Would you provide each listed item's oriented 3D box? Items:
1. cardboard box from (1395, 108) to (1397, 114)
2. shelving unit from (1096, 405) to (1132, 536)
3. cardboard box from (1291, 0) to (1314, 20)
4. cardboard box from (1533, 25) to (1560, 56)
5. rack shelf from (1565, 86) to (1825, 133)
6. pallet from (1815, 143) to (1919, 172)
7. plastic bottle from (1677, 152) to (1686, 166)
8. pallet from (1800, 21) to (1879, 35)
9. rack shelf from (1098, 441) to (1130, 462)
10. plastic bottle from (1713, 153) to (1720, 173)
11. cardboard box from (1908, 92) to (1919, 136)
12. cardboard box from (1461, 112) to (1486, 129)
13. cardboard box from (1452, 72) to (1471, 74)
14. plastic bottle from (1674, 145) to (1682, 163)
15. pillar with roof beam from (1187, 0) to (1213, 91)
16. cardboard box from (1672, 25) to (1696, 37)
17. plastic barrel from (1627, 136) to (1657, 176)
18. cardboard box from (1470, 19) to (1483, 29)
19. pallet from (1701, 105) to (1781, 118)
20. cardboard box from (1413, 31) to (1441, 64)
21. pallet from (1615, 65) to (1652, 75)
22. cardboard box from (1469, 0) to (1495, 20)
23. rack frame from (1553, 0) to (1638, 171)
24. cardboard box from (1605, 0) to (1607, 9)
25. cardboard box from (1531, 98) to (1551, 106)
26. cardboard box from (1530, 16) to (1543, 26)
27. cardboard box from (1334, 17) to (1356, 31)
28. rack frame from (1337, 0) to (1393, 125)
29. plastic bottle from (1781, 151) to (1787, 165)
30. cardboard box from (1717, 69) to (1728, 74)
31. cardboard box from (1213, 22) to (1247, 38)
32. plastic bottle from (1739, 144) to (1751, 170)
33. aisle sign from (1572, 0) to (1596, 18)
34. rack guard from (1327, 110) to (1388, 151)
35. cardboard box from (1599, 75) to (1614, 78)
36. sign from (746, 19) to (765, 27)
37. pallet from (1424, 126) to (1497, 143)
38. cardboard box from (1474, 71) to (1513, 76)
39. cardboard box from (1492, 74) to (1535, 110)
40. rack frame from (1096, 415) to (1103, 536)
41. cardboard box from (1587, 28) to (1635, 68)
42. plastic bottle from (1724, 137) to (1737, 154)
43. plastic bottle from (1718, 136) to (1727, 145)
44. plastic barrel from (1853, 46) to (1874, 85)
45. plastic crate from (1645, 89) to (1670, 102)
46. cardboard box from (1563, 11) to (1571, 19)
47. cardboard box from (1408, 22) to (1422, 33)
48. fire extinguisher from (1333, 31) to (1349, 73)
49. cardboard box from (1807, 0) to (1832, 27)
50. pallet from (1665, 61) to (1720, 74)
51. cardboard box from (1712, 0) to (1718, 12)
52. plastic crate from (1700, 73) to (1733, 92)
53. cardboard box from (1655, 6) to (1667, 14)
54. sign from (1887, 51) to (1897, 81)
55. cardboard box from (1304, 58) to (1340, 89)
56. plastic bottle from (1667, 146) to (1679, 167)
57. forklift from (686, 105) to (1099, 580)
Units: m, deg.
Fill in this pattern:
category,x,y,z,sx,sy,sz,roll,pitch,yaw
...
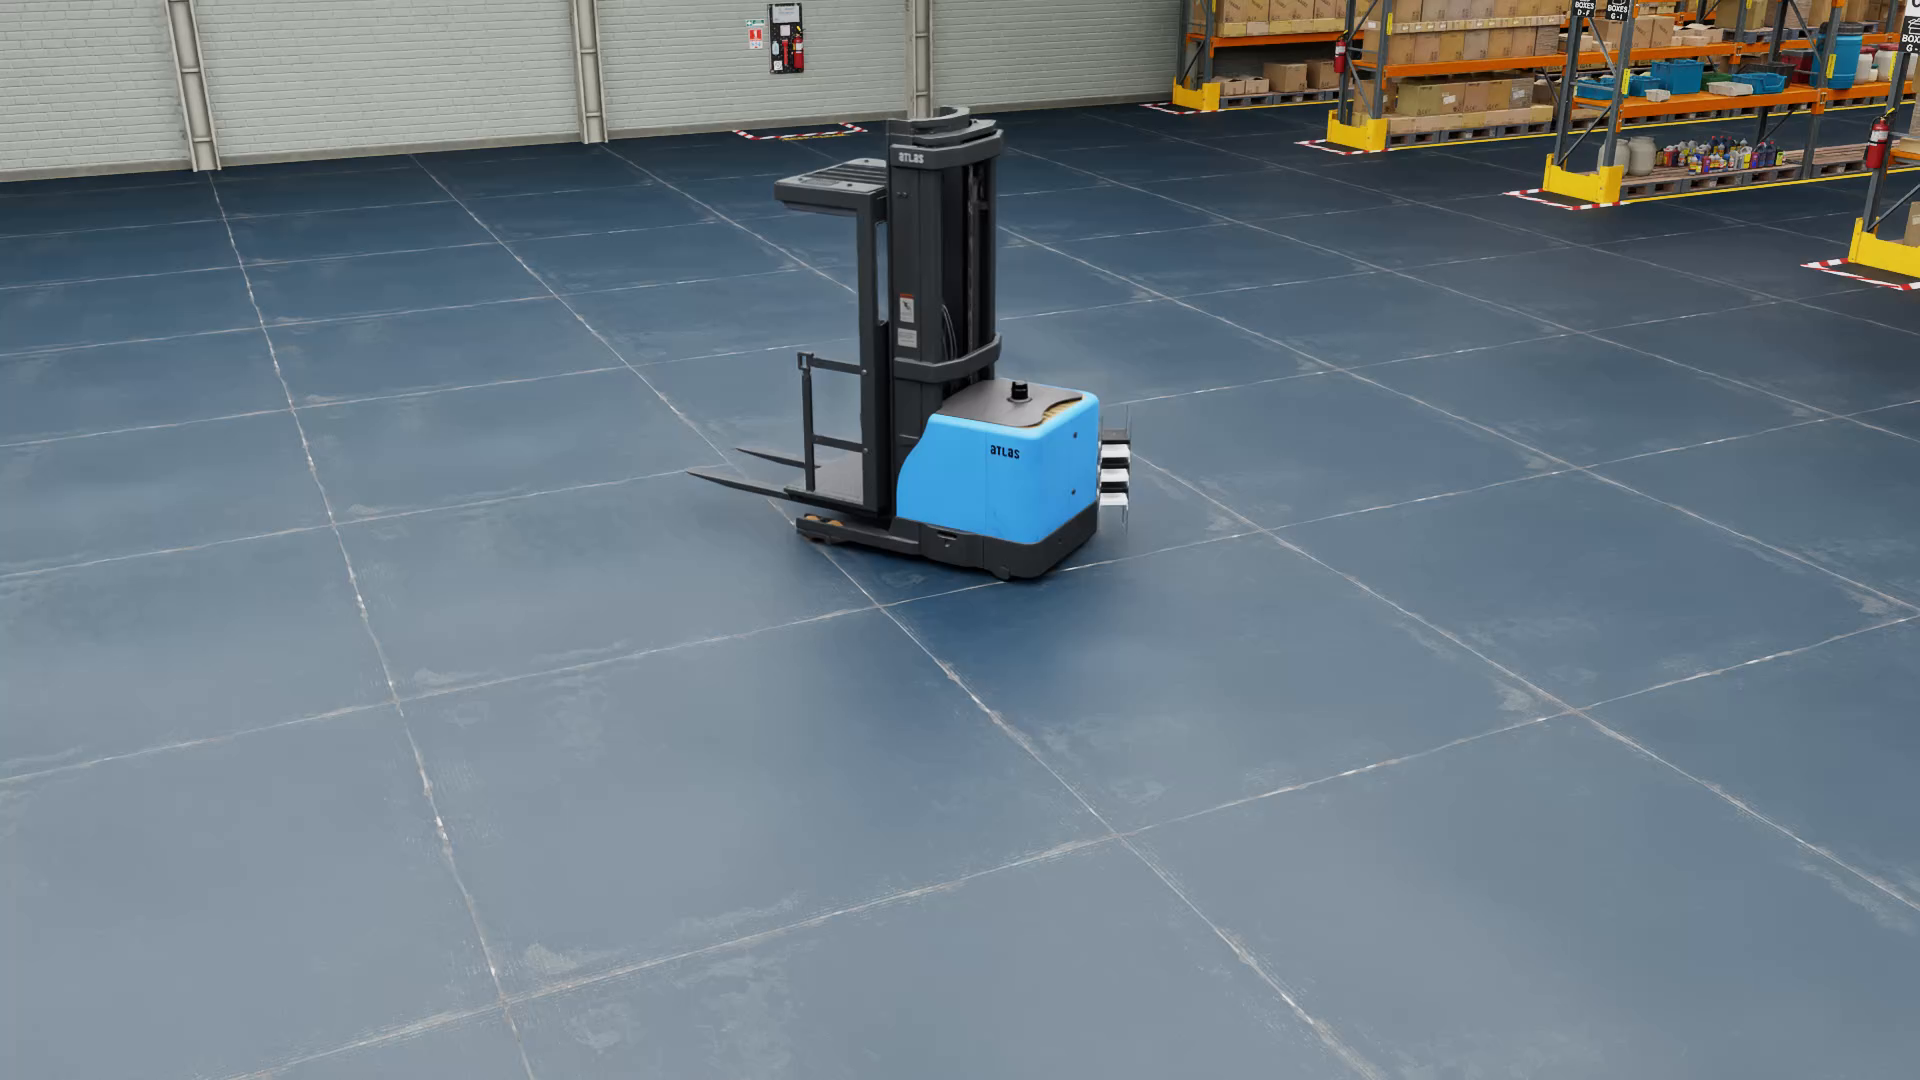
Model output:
category,x,y,z,sx,sy,sz,roll,pitch,yaw
cardboard box,7.374,-7.138,28.119,0.500,0.250,0.500,-10,25,-24
shelving unit,1.079,-0.490,11.756,0.210,0.900,0.258,-1,23,-2
cardboard box,6.360,-10.157,31.556,0.500,0.500,0.500,-10,24,-22
cardboard box,9.781,-8.571,28.403,0.500,0.500,0.700,-11,25,-25
rack shelf,10.521,-6.229,23.816,4.000,0.370,1.077,-10,25,-24
pallet,14.114,-5.952,25.852,1.213,0.211,1.003,-10,25,-24
plastic bottle,10.618,-5.611,24.466,0.097,0.201,0.097,0,22,0
pallet,16.619,-9.744,31.618,1.213,0.211,1.003,-10,25,-24
rack shelf,1.079,-0.625,11.700,0.200,0.077,0.258,-1,23,-2
plastic bottle,10.886,-5.439,23.959,0.097,0.271,0.097,0,22,0
cardboard box,11.374,-4.788,18.875,0.500,0.500,0.875,-10,25,-24
cardboard box,8.506,-7.121,28.077,0.500,0.250,0.500,-10,25,-24
cardboard box,10.054,-9.744,34.060,0.500,0.500,0.700,-11,25,-24
plastic bottle,10.547,-5.685,24.548,0.135,0.276,0.152,-11,25,-25
pillar with roof beam,6.544,-11.346,27.394,0.400,9.000,9.100,-10,25,-24
cardboard box,12.892,-9.141,30.028,0.500,0.311,0.500,-11,25,-24
plastic barrel,9.730,-5.492,23.800,0.421,0.512,0.421,0,22,0
cardboard box,8.406,-8.528,27.452,0.250,0.149,0.380,-10,25,-23
pallet,14.471,-8.086,31.009,1.213,0.211,1.003,-10,25,-24
cardboard box,7.471,-8.145,27.374,0.500,0.500,0.700,-10,24,-22
pallet,14.572,-10.192,36.095,1.213,0.211,1.003,-10,25,-24
cardboard box,8.424,-8.920,27.551,0.500,0.500,0.700,-10,25,-24
rack frame,8.719,-6.229,22.877,0.127,3.000,1.000,-10,25,-24
cardboard box,13.568,-11.410,34.847,0.500,0.500,0.500,-10,24,-22
cardboard box,10.426,-7.693,29.458,0.500,0.250,0.500,-11,25,-24
cardboard box,9.567,-8.743,27.970,0.250,0.149,0.380,-11,25,-25
cardboard box,7.278,-9.984,32.118,0.500,0.250,0.500,-10,25,-23
rack frame,6.574,-7.937,27.002,0.127,3.000,1.000,-10,25,-24
plastic bottle,12.131,-5.635,24.526,0.097,0.201,0.097,0,22,0
cardboard box,14.523,-8.548,31.172,0.500,0.500,0.500,-9,24,-22
cardboard box,4.999,-9.555,31.081,0.500,0.250,0.500,-11,25,-25
plastic bottle,11.404,-5.580,24.198,0.185,0.351,0.144,-11,25,-24
aisle sign,8.525,-7.521,22.598,0.004,0.787,0.394,-10,25,-24
rack guard,6.552,-6.778,27.470,0.348,0.500,1.175,-10,25,-24
cardboard box,11.790,-8.202,29.954,0.500,0.311,0.500,-11,25,-24
sign,-3.507,-8.868,28.513,0.331,0.109,0.001,-10,25,-24
pallet,8.342,-6.991,28.362,1.213,0.211,1.003,-10,25,-24
cardboard box,9.177,-7.816,28.775,0.500,0.500,0.500,-10,25,-24
cardboard box,9.399,-7.639,28.349,0.500,0.500,0.500,-10,25,-24
rack frame,0.978,-0.488,11.753,0.006,0.900,0.240,-1,23,-2
cardboard box,13.906,-10.534,35.537,0.750,0.750,0.750,-10,24,-22
plastic bottle,11.478,-5.831,24.804,0.185,0.351,0.144,-10,25,-24
plastic bottle,11.415,-5.881,24.924,0.185,0.351,0.144,-10,24,-22
plastic barrel,13.280,-7.039,24.654,0.433,0.535,0.433,0,22,0
plastic crate,9.664,-6.145,23.018,0.250,0.136,0.298,-10,25,-24
cardboard box,12.534,-10.892,34.444,0.250,0.149,0.380,-10,24,-22
cardboard box,7.257,-8.318,26.945,0.250,0.149,0.380,-11,25,-25
fire extinguisher,6.266,-8.042,27.356,0.183,0.674,0.296,-10,25,-24
cardboard box,15.821,-9.853,30.952,0.500,0.500,0.700,-18,29,-37
pallet,15.954,-10.445,36.706,1.213,0.211,1.003,-10,25,-24
cardboard box,16.390,-11.976,36.368,0.700,0.700,0.980,-11,25,-25
plastic crate,10.977,-6.667,24.211,0.662,0.188,0.450,-10,25,-24
cardboard box,14.836,-11.323,35.486,0.250,0.149,0.380,-10,24,-23
sign,10.644,-5.398,18.941,0.005,0.325,0.100,-10,25,-24
cardboard box,7.108,-9.169,32.672,0.500,0.500,0.500,-12,26,-28
plastic bottle,10.469,-5.629,24.403,0.133,0.283,0.061,-10,25,-24
forklift,-0.570,-1.485,11.505,3.031,2.935,1.130,12,25,27
